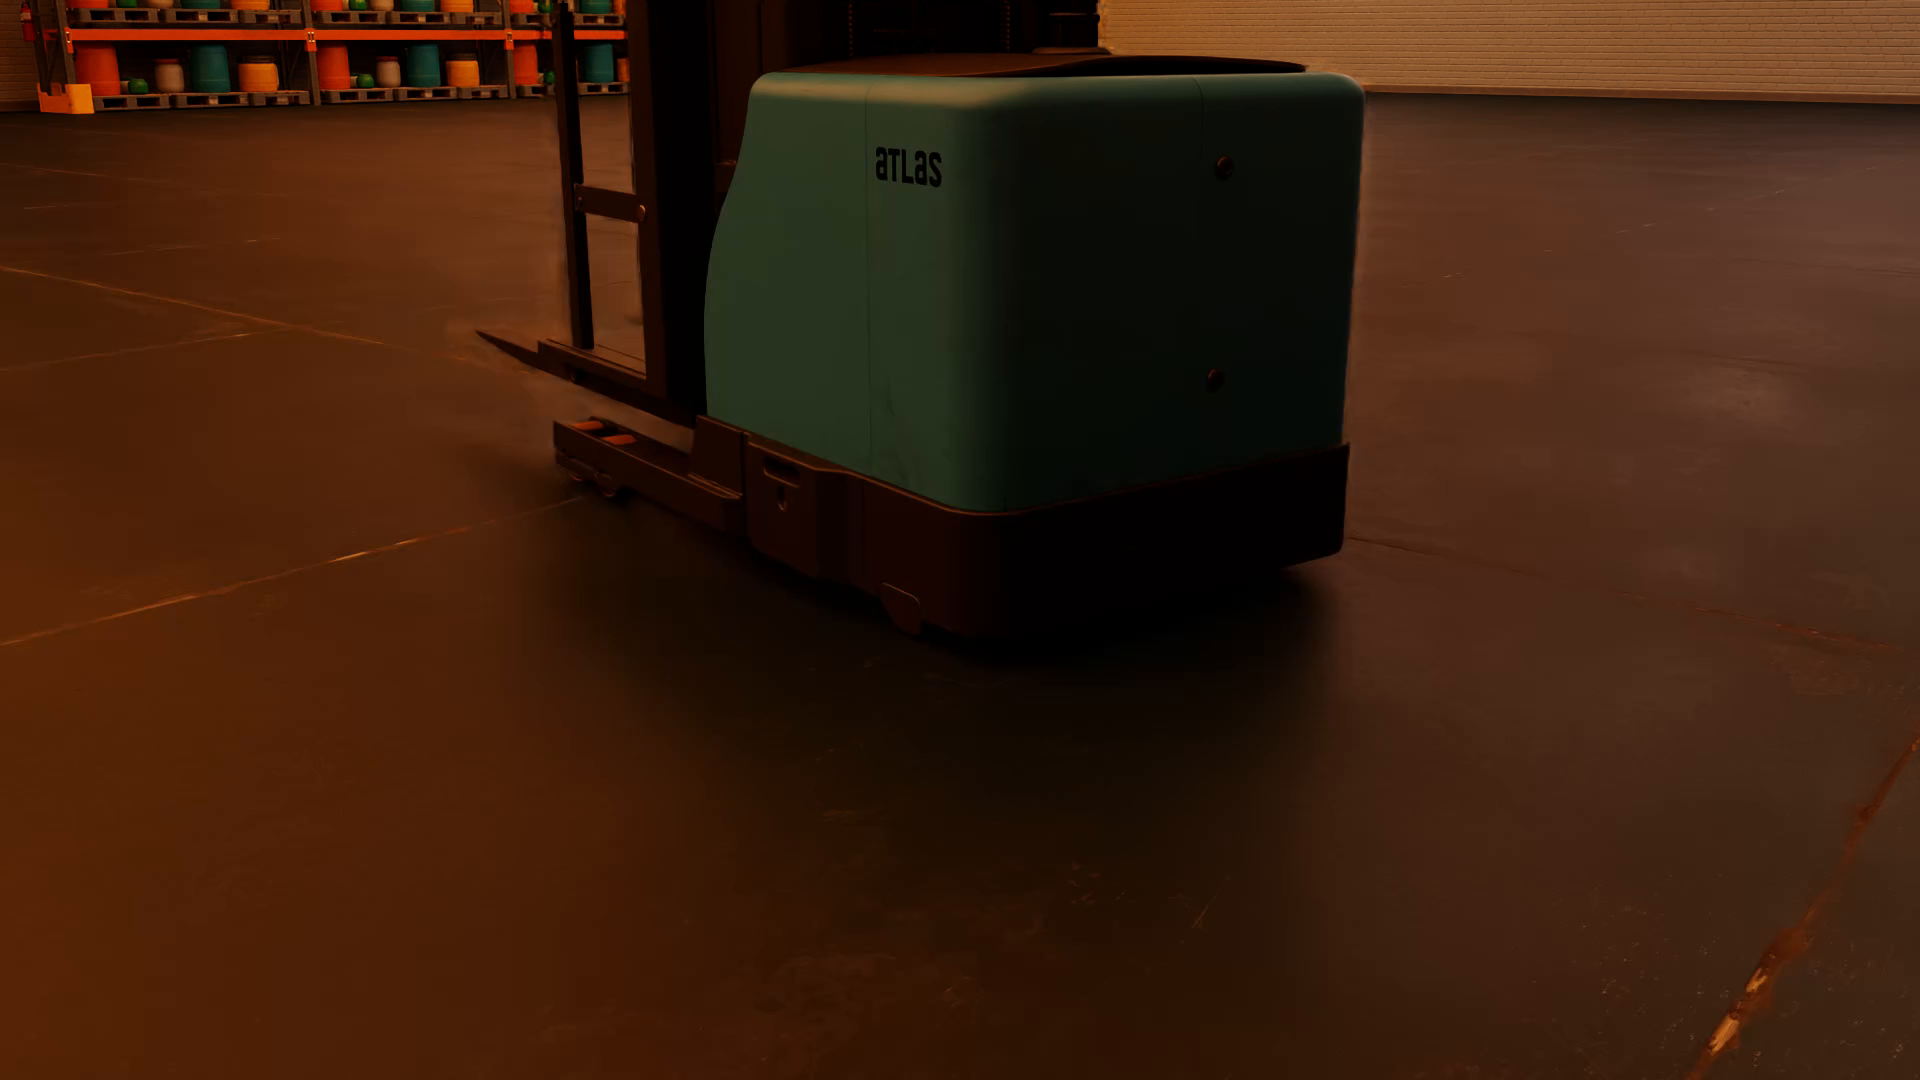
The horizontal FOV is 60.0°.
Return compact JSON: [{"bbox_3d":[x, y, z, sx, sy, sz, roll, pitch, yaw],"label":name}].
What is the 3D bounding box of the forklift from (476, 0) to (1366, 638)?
[{"bbox_3d":[-0.431,-1.584,4.114,1.130,2.935,3.031,-12,21,-34],"label":"forklift"}]
